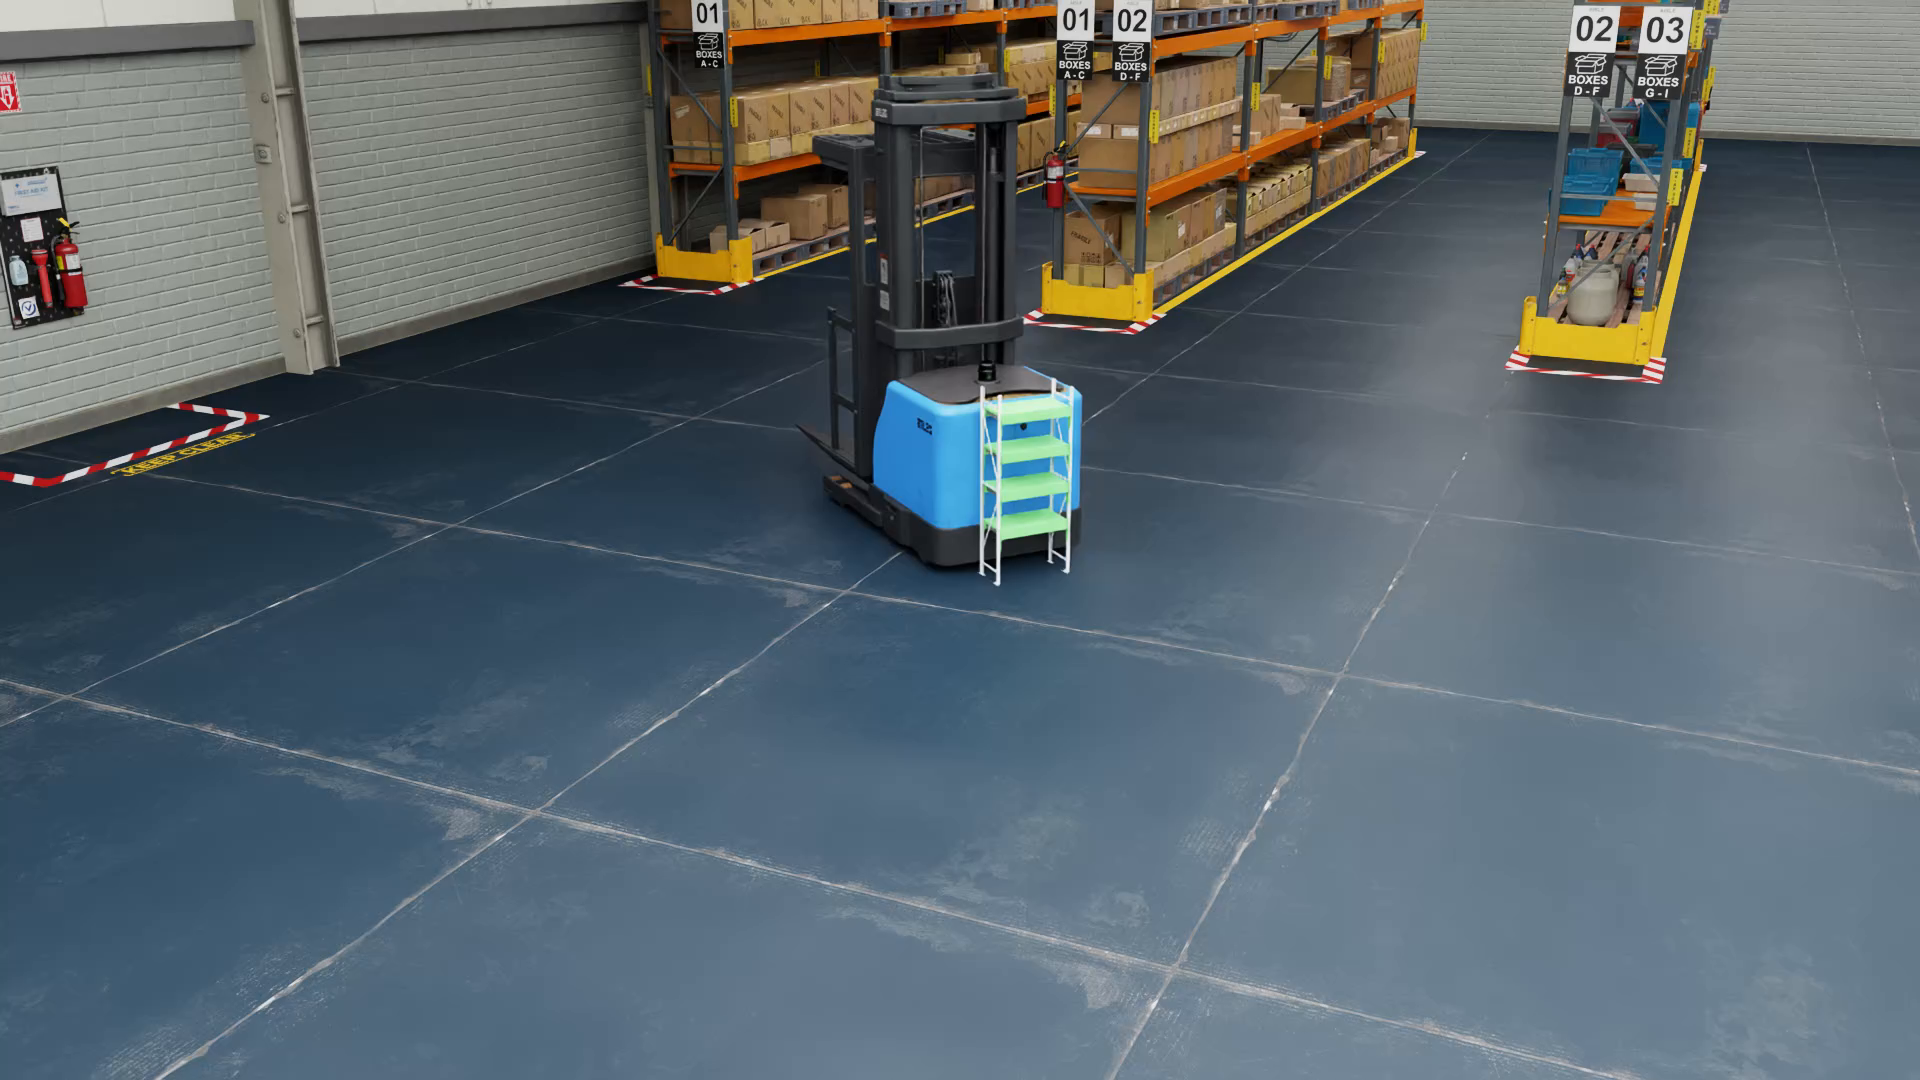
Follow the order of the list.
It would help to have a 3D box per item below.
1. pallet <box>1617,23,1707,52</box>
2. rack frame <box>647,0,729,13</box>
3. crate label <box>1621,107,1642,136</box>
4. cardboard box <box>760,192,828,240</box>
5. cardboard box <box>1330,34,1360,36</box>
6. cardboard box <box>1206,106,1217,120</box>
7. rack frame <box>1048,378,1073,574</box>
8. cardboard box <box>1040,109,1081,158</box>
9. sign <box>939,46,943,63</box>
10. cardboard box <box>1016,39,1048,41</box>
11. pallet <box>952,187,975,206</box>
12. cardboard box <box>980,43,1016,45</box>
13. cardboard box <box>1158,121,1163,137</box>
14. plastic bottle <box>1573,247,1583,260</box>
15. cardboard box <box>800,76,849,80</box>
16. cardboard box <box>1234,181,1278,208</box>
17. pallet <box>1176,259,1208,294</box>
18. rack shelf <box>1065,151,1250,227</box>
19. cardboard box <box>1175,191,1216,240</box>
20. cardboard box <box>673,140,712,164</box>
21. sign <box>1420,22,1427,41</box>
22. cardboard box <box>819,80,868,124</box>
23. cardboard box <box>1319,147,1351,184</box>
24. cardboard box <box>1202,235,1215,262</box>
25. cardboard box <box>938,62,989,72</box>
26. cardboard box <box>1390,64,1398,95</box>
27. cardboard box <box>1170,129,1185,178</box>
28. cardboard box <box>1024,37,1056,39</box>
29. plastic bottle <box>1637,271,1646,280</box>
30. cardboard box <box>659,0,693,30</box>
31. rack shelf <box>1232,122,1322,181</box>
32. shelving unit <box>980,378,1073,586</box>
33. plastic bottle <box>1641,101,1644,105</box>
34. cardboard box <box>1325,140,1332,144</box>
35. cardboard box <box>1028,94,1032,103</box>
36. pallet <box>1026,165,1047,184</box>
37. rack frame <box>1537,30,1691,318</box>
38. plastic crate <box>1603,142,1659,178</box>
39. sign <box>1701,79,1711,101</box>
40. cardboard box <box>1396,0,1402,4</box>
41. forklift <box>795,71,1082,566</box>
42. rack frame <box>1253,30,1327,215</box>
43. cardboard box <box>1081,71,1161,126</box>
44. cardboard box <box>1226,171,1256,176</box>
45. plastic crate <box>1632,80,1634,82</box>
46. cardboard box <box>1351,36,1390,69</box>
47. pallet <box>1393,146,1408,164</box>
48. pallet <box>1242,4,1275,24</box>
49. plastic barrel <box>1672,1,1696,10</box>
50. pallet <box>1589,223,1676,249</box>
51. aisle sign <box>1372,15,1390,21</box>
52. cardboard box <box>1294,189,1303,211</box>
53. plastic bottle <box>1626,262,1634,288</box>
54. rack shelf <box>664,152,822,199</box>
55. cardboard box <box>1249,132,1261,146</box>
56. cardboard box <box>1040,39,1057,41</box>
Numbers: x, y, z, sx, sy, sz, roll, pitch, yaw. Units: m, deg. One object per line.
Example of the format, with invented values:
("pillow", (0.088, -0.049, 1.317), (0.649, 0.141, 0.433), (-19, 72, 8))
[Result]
("pallet", (6.411, -4.711, 15.545), (1.003, 0.211, 1.213), (9, 21, 23))
("rack frame", (-3.055, -7.334, 18.160), (1.000, 3.000, 0.127), (9, 21, 23))
("crate label", (8.605, -5.343, 21.464), (0.502, 0.435, 0.616), (9, 21, 23))
("cardboard box", (-2.110, -4.127, 21.172), (0.700, 0.500, 0.500), (7, 21, 19))
("cardboard box", (6.558, -8.362, 28.364), (0.500, 0.500, 0.500), (8, 21, 22))
("cardboard box", (2.769, -4.981, 19.380), (0.380, 0.149, 0.250), (8, 21, 22))
("rack frame", (0.621, -0.392, 10.280), (0.015, 1.200, 0.240), (-9, 22, -25))
("cardboard box", (1.711, -7.144, 29.161), (0.750, 0.750, 0.750), (9, 21, 23))
("sign", (-0.287, -7.573, 26.059), (0.100, 0.325, 0.005), (9, 21, 23))
("cardboard box", (1.224, -8.460, 28.537), (0.500, 0.250, 0.500), (9, 21, 23))
("pallet", (-0.101, -5.400, 25.838), (1.003, 0.211, 1.213), (9, 21, 23))
("cardboard box", (0.598, -7.991, 27.220), (0.500, 0.250, 0.500), (8, 21, 21))
("cardboard box", (1.928, -4.353, 17.614), (0.380, 0.149, 0.250), (8, 21, 21))
("plastic bottle", (6.835, -3.082, 18.455), (0.144, 0.351, 0.185), (8, 21, 20))
("cardboard box", (-1.800, -5.907, 22.176), (0.500, 0.500, 0.500), (8, 21, 21))
("cardboard box", (3.921, -4.621, 22.125), (0.500, 0.311, 0.500), (8, 21, 21))
("pallet", (2.241, -3.126, 19.443), (1.003, 0.211, 1.213), (9, 21, 23))
("rack shelf", (2.284, -4.101, 19.097), (1.077, 0.370, 4.000), (9, 21, 23))
("cardboard box", (2.696, -3.831, 19.621), (0.500, 0.500, 0.500), (9, 21, 23))
("cardboard box", (-3.041, -4.615, 19.664), (0.500, 0.250, 0.500), (9, 21, 23))
("sign", (8.516, -9.332, 30.532), (0.100, 0.325, 0.005), (9, 21, 23))
("cardboard box", (-1.528, -5.682, 21.543), (0.500, 0.500, 0.500), (8, 21, 22))
("cardboard box", (5.817, -5.877, 26.092), (0.500, 0.500, 0.500), (8, 21, 21))
("cardboard box", (2.708, -3.475, 19.742), (0.500, 0.250, 0.500), (9, 21, 23))
("cardboard box", (0.037, -7.062, 25.544), (0.700, 0.500, 0.500), (6, 20, 16))
("cardboard box", (7.250, -7.972, 28.759), (0.500, 0.500, 0.500), (8, 21, 22))
("cardboard box", (2.088, -4.329, 18.515), (0.700, 0.500, 0.500), (9, 21, 23))
("cardboard box", (1.433, -8.620, 28.990), (0.500, 0.250, 0.500), (9, 22, 24))
("plastic bottle", (7.150, -2.686, 17.459), (0.097, 0.271, 0.097), (0, 20, 0))
("cardboard box", (-3.115, -6.139, 19.099), (0.500, 0.500, 0.500), (10, 22, 27))
("rack shelf", (3.922, -5.324, 22.535), (1.077, 0.370, 4.000), (9, 21, 23))
("shelving unit", (0.403, -0.356, 10.179), (0.503, 1.200, 0.258), (-9, 22, -25))
("plastic bottle", (10.119, -6.364, 24.573), (0.152, 0.276, 0.135), (9, 21, 23))
("cardboard box", (5.751, -6.247, 27.133), (0.500, 0.500, 0.500), (9, 21, 23))
("cardboard box", (0.953, -7.232, 27.173), (0.380, 0.149, 0.250), (9, 21, 24))
("pallet", (1.113, -6.241, 28.203), (1.003, 0.211, 1.213), (9, 21, 23))
("rack frame", (5.983, -3.148, 15.343), (1.000, 3.000, 0.127), (9, 21, 23))
("plastic crate", (7.291, -4.199, 18.391), (0.767, 0.338, 0.504), (9, 21, 23))
("sign", (11.398, -6.870, 25.398), (0.100, 0.325, 0.005), (9, 21, 23))
("cardboard box", (7.219, -9.259, 28.275), (0.500, 0.250, 0.500), (9, 21, 23))
("forklift", (-0.315, -1.673, 11.298), (1.130, 2.935, 3.031), (-9, 22, -24))
("rack frame", (4.741, -6.274, 24.134), (1.000, 3.000, 0.127), (9, 21, 23))
("cardboard box", (1.690, -4.644, 17.465), (0.700, 0.500, 0.500), (9, 21, 23))
("cardboard box", (3.841, -5.003, 23.201), (0.500, 0.311, 0.500), (8, 21, 21))
("plastic crate", (10.777, -7.026, 26.183), (0.392, 0.384, 0.575), (9, 21, 23))
("cardboard box", (6.829, -8.120, 27.684), (0.500, 0.500, 0.500), (9, 22, 24))
("pallet", (7.661, -7.138, 30.727), (1.003, 0.211, 1.213), (9, 21, 23))
("pallet", (3.453, -6.646, 20.988), (0.805, 0.209, 1.217), (8, 21, 21))
("plastic barrel", (8.951, -6.521, 20.557), (0.301, 0.262, 0.301), (0, 20, 0))
("pallet", (8.906, -4.048, 22.036), (1.003, 0.211, 1.213), (9, 21, 23))
("aisle sign", (7.777, -10.006, 30.747), (0.394, 0.787, 0.004), (9, 21, 23))
("cardboard box", (4.541, -4.824, 23.533), (0.500, 0.250, 0.500), (8, 21, 22))
("plastic bottle", (7.242, -2.869, 17.958), (0.061, 0.283, 0.133), (9, 21, 23))
("rack shelf", (-2.236, -4.779, 21.005), (1.077, 0.370, 4.000), (9, 21, 23))
("cardboard box", (3.653, -5.176, 21.420), (0.380, 0.149, 0.250), (9, 21, 23))
("cardboard box", (1.683, -8.392, 28.349), (0.500, 0.250, 0.500), (9, 21, 24))
